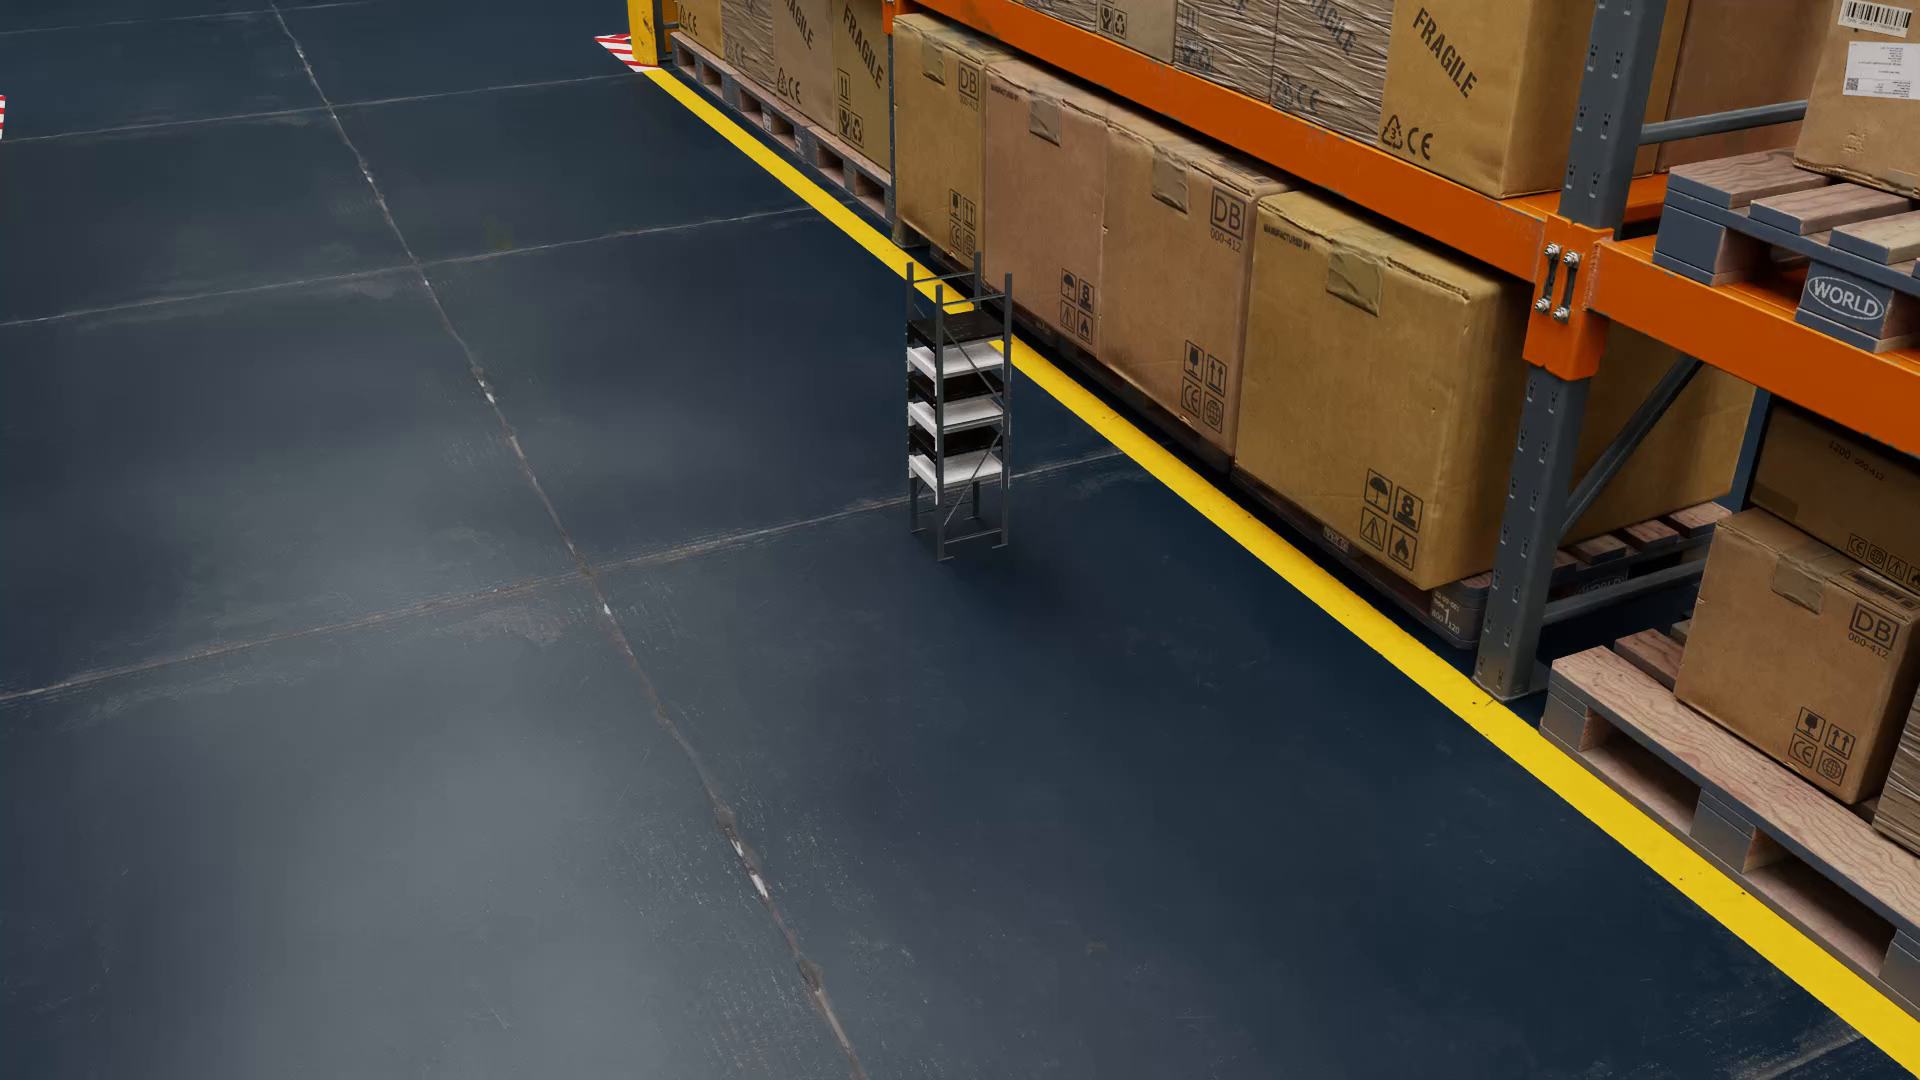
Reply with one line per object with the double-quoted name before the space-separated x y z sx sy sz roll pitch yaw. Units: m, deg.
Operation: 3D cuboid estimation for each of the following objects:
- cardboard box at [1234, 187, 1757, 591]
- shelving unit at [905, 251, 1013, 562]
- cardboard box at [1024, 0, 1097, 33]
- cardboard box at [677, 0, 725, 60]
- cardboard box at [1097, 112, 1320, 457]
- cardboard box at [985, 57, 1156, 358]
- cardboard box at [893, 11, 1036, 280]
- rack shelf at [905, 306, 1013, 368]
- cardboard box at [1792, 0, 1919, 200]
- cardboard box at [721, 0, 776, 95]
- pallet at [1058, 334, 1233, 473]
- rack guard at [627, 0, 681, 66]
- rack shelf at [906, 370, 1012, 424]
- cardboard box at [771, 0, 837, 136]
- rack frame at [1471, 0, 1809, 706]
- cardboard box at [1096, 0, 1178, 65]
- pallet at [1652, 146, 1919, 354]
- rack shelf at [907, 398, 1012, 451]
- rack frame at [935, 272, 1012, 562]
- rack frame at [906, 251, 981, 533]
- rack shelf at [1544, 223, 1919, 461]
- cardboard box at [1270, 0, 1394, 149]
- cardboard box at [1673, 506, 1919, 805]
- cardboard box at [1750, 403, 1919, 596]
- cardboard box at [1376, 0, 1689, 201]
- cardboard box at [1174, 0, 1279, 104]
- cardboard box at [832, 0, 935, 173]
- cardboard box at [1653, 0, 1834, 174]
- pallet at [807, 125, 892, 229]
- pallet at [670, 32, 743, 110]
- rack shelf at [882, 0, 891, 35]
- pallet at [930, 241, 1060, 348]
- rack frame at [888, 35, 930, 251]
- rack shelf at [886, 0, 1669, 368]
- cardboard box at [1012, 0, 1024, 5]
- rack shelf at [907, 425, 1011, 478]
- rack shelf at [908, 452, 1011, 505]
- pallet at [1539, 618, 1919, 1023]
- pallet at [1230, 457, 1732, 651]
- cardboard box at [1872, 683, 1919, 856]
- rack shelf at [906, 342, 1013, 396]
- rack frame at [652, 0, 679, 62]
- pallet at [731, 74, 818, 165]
"cardboard box" 1.601 -0.563 4.930 1.225 0.875 0.875 -15 32 -24
"shelving unit" -0.003 -0.396 5.036 0.258 0.900 0.210 -13 32 -22
"cardboard box" 0.564 -2.109 5.842 0.500 0.500 0.500 -14 32 -23
"cardboard box" -1.209 -3.521 10.206 0.875 0.875 0.875 -13 32 -22
"cardboard box" 1.225 -0.958 5.635 1.225 0.875 0.875 -13 32 -22
"cardboard box" 0.838 -1.347 6.329 1.225 0.875 0.875 -14 32 -24
"cardboard box" 0.454 -1.742 7.033 1.225 0.875 0.875 -13 32 -22
"rack shelf" -0.003 -0.603 4.921 0.258 0.077 0.200 -13 32 -22
"cardboard box" 2.146 -0.994 3.424 0.500 0.500 0.500 -17 34 -28
"cardboard box" -0.818 -3.119 9.489 0.875 0.875 0.875 -13 32 -22
"pallet" 1.088 -0.683 6.252 1.003 0.211 1.213 -13 32 -22
"rack guard" -1.566 -3.451 10.894 1.175 0.500 0.348 -13 32 -22
"rack shelf" -0.003 -0.446 5.009 0.258 0.077 0.200 -13 32 -22
"cardboard box" -0.436 -2.726 8.788 0.875 0.875 0.875 -13 32 -22
"rack frame" 1.878 -0.997 3.961 1.000 3.000 0.127 -13 32 -22
"cardboard box" 0.790 -1.882 5.437 0.500 0.500 0.500 -12 32 -21
"pallet" 2.280 -0.621 3.487 1.213 0.211 1.003 -13 32 -22
"rack shelf" -0.003 -0.367 5.053 0.258 0.077 0.200 -13 32 -22
"rack frame" 0.040 -0.351 4.956 0.240 0.900 0.006 -13 32 -22
"rack frame" -0.047 -0.441 5.116 0.240 0.900 0.006 -13 32 -22
"rack shelf" 2.737 0.200 2.562 1.077 0.370 4.000 -13 32 -22
"cardboard box" 1.234 -1.428 4.628 0.500 0.500 0.500 -13 32 -22
"cardboard box" 2.184 0.193 3.945 0.700 0.500 0.500 -15 33 -25
"cardboard box" 2.193 -0.136 3.765 0.500 0.250 0.500 -12 31 -20
"cardboard box" 1.443 -1.207 4.233 0.500 0.500 0.500 -12 31 -20
"cardboard box" 1.008 -1.657 5.036 0.500 0.500 0.500 -14 32 -24
"cardboard box" -0.050 -2.329 8.079 0.875 0.875 0.875 -13 32 -22
"cardboard box" 1.915 -1.312 4.422 0.500 0.500 0.500 -12 31 -21
"pallet" -0.095 -1.900 8.423 1.003 0.211 1.213 -13 32 -22
"pallet" -1.142 -2.978 10.345 1.003 0.211 1.213 -13 32 -22
"rack shelf" -0.697 -3.334 8.864 1.077 0.370 4.000 -13 32 -22
"pallet" 0.560 -1.223 7.215 1.003 0.211 1.213 -13 32 -22
"rack frame" 0.161 -2.764 7.112 1.000 3.000 0.127 -13 32 -22
"rack shelf" 1.020 -1.567 5.713 1.077 0.370 4.000 -13 32 -22
"cardboard box" 0.349 -2.330 6.236 0.500 0.500 0.500 -13 32 -22
"rack shelf" -0.003 -0.289 5.097 0.258 0.077 0.200 -13 32 -22
"rack shelf" -0.003 -0.210 5.141 0.258 0.077 0.200 -13 32 -22
"pallet" 2.212 0.565 4.027 1.003 0.211 1.213 -13 32 -22
"pallet" 1.608 -0.145 5.292 1.003 0.211 1.213 -13 32 -22
"cardboard box" 2.434 0.435 3.512 0.700 0.500 0.500 -16 33 -26
"rack shelf" -0.003 -0.524 4.965 0.258 0.077 0.200 -13 32 -22
"rack frame" -1.556 -4.531 10.263 1.000 3.000 0.127 -13 32 -22
"pallet" -0.622 -2.440 9.385 1.003 0.211 1.213 -13 32 -22
